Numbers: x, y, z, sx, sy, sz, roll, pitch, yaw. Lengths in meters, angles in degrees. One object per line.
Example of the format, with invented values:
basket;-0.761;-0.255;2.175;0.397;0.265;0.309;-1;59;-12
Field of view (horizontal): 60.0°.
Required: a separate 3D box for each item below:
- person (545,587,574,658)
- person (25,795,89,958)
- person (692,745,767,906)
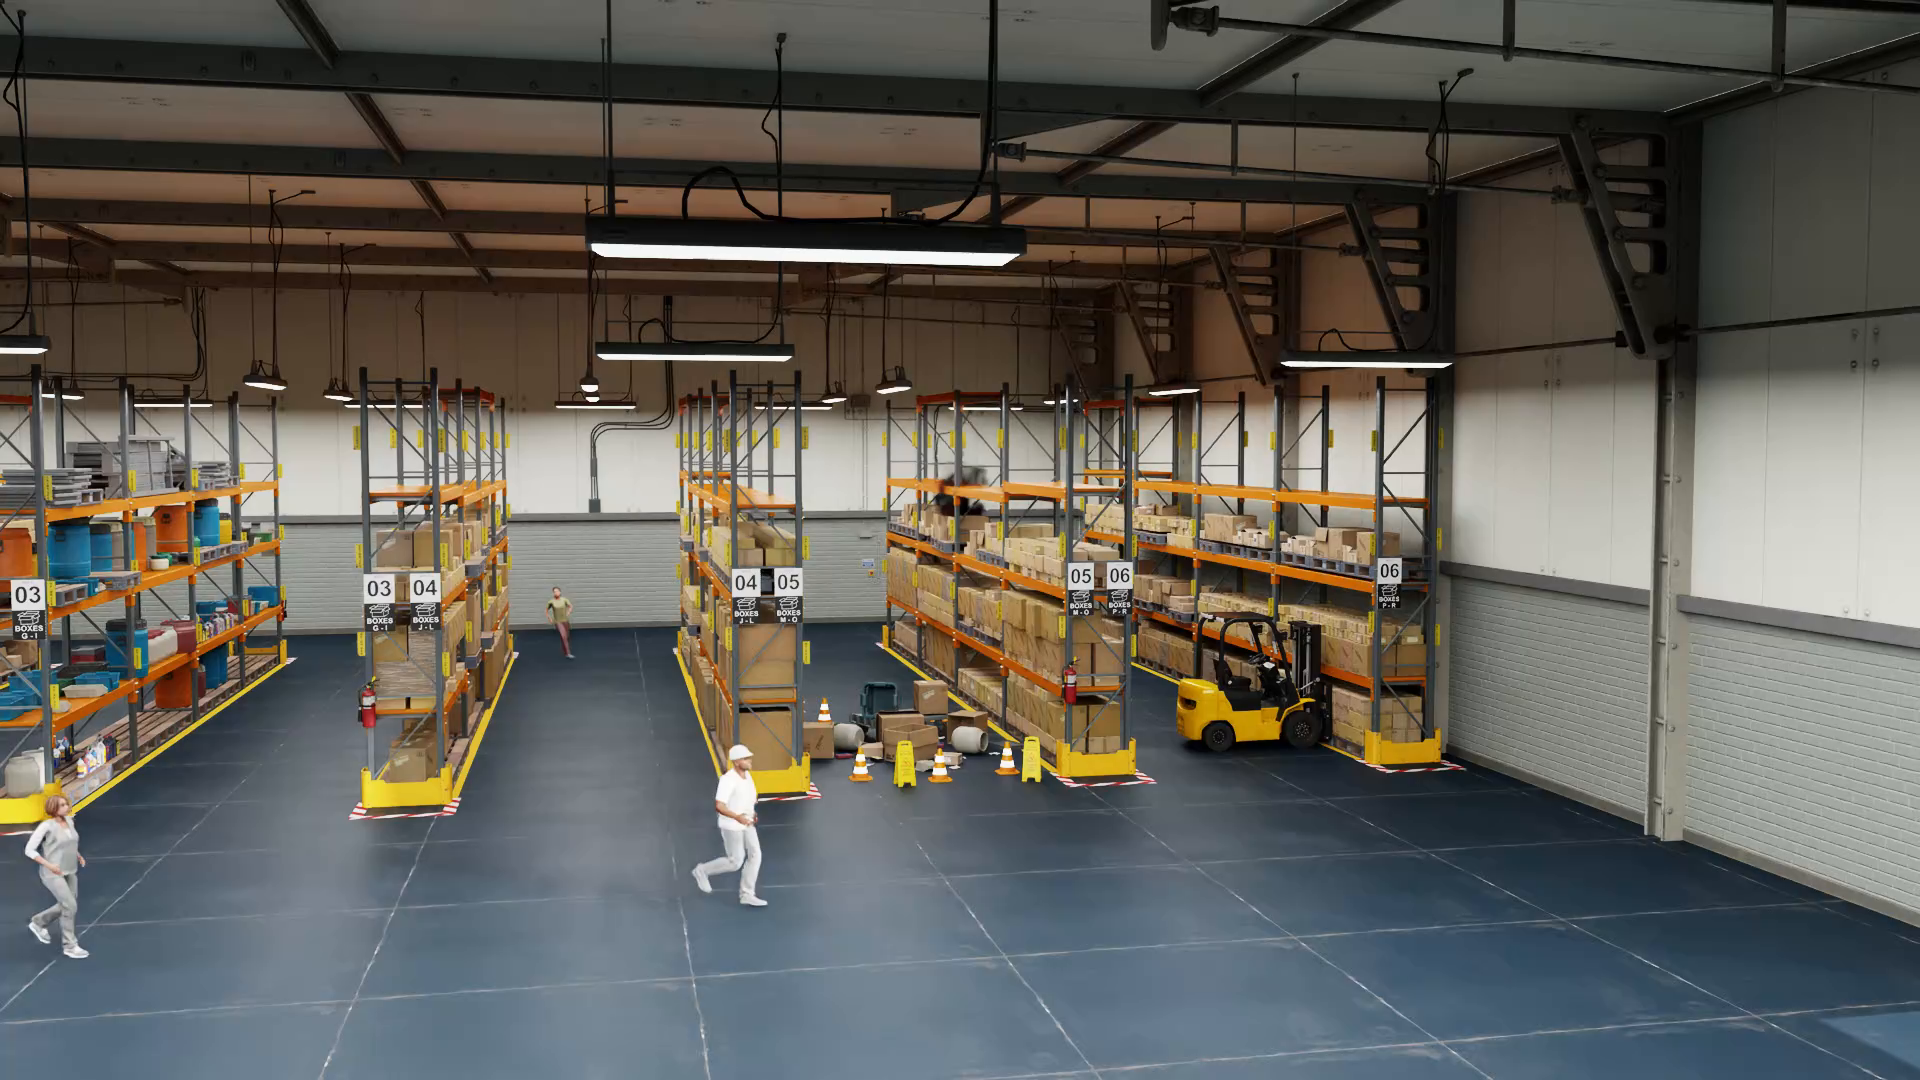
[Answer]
person;-9.241;1.895;38.401;0.636;1.628;0.793;-2;4;-25
person;-8.793;3.303;16.142;0.675;1.498;0.550;1;3;10
person;-2.474;3.069;17.951;0.832;1.734;0.689;1;4;20
